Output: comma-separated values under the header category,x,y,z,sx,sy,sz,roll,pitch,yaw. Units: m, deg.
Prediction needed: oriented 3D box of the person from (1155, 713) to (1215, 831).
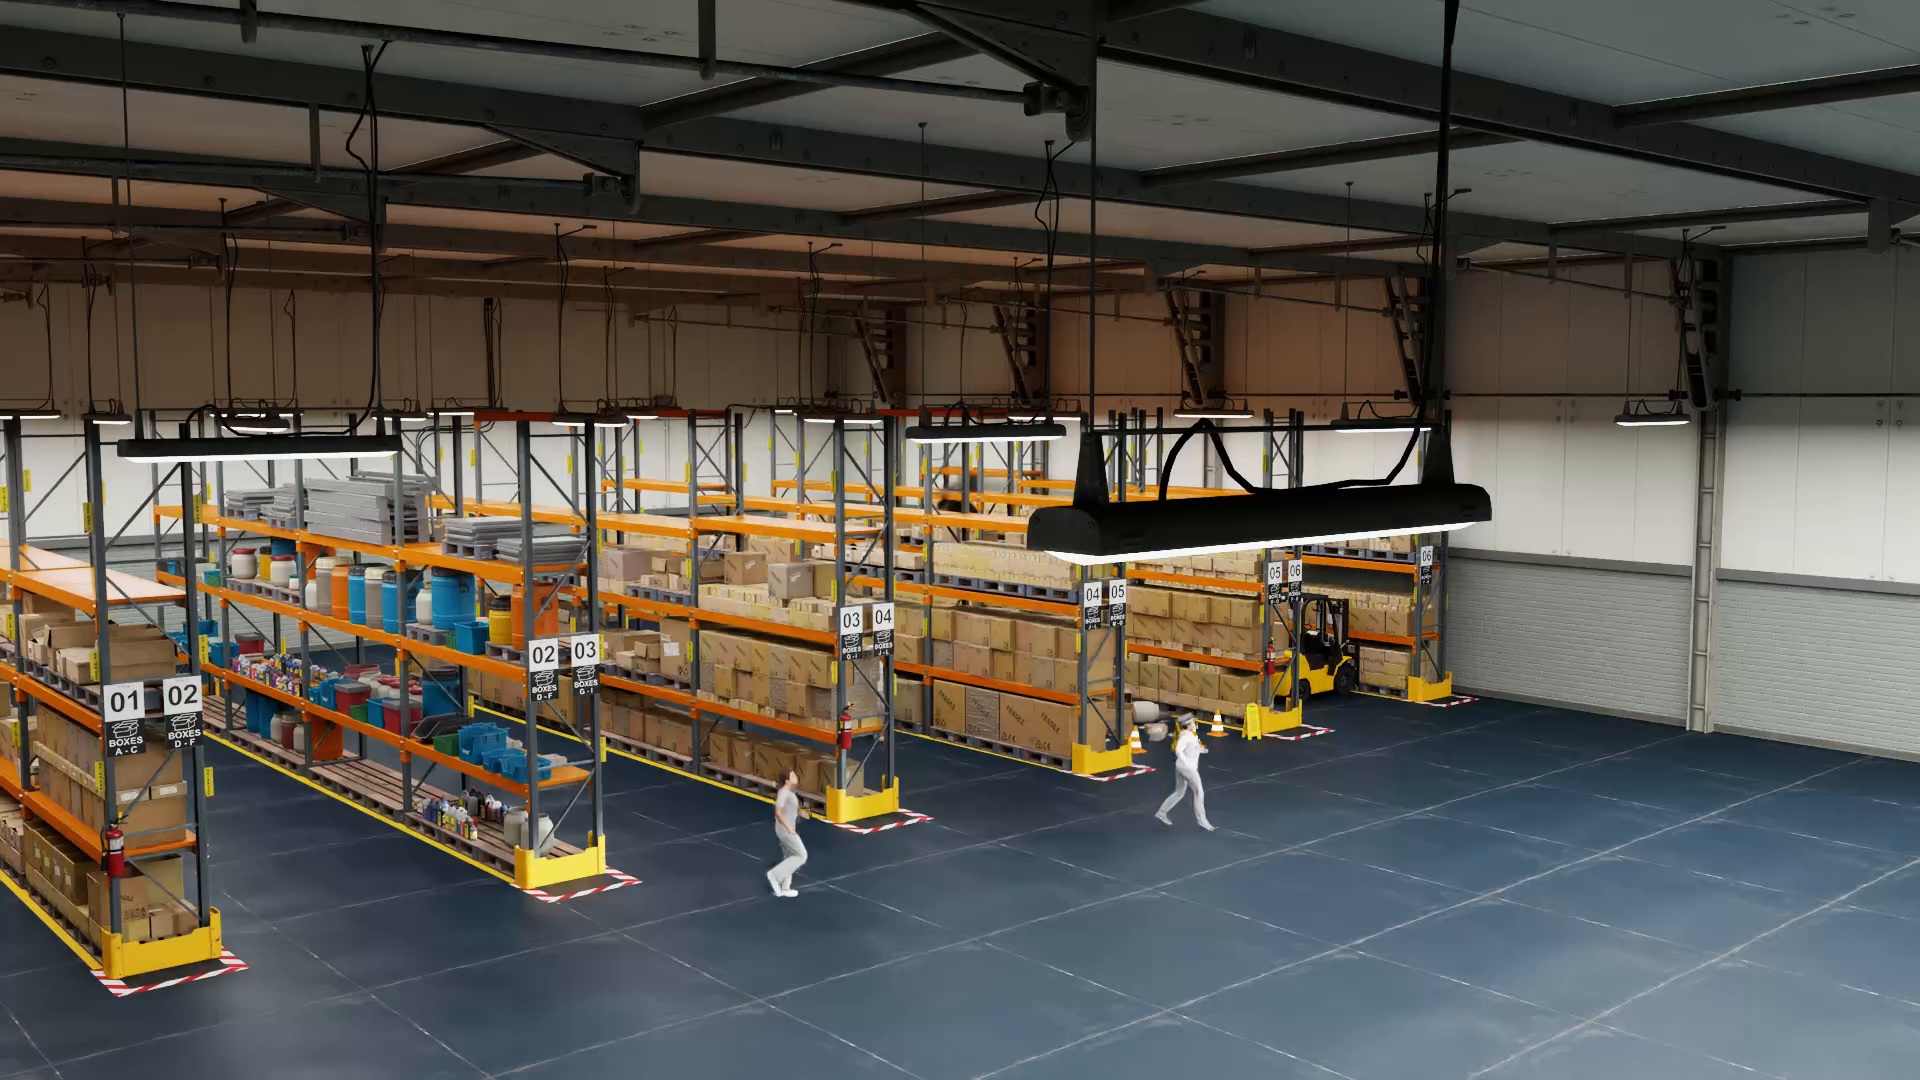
category,x,y,z,sx,sy,sz,roll,pitch,yaw
person,3.280,3.362,24.125,0.846,1.733,0.607,-1,5,-11

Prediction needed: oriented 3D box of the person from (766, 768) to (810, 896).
category,x,y,z,sx,sy,sz,roll,pitch,yaw
person,-2.170,3.677,20.991,0.581,1.637,0.555,-1,5,-11

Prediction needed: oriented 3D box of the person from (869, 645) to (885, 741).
category,x,y,z,sx,sy,sz,roll,pitch,yaw
person,-1.604,2.791,30.484,0.689,1.743,0.683,4,7,40

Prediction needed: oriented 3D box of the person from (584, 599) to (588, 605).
category,x,y,z,sx,sy,sz,roll,pitch,yaw
person,-8.442,2.177,37.846,0.581,1.757,0.727,-5,7,-43
